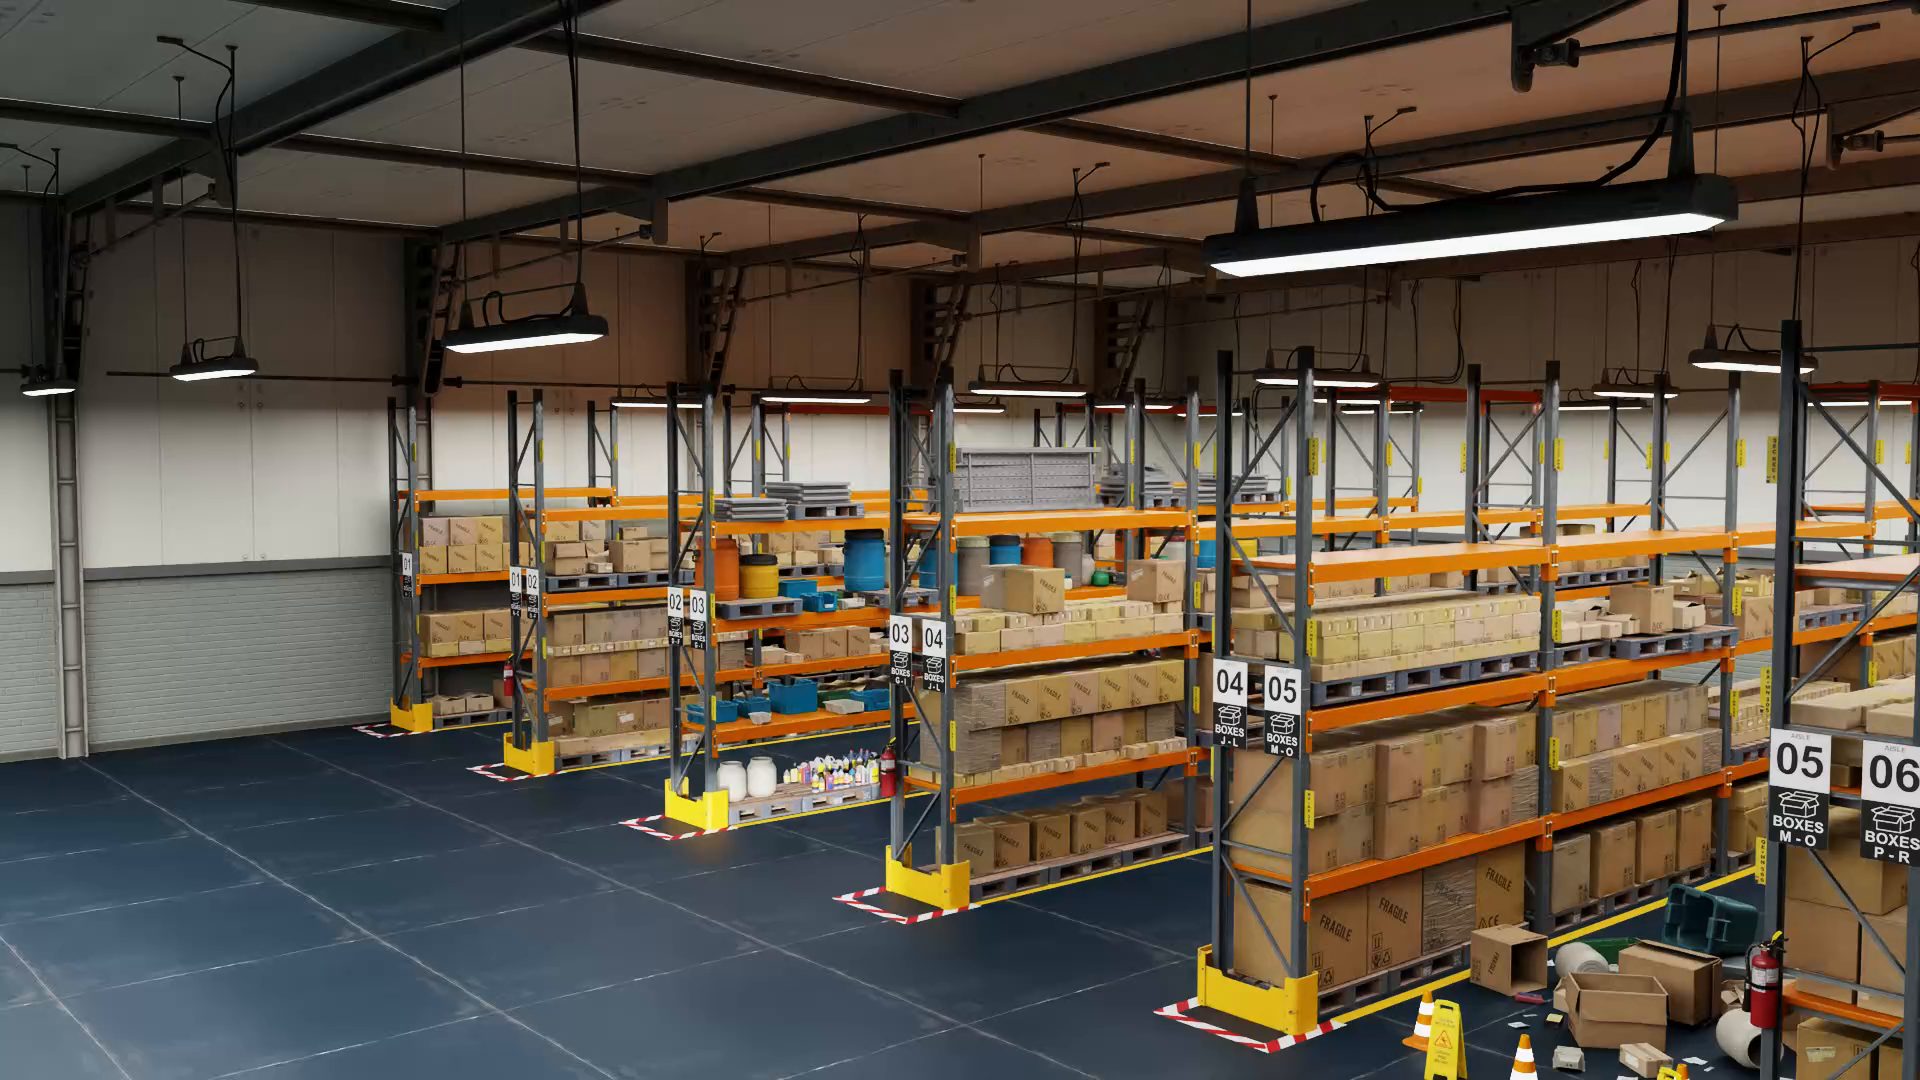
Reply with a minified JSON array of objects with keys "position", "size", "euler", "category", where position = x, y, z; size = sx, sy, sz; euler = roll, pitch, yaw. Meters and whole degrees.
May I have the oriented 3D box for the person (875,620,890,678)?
[{"position":[-1.451,2.411,33.397],"size":[0.589,1.609,0.562],"euler":[-3,5,-45],"category":"person"}]
